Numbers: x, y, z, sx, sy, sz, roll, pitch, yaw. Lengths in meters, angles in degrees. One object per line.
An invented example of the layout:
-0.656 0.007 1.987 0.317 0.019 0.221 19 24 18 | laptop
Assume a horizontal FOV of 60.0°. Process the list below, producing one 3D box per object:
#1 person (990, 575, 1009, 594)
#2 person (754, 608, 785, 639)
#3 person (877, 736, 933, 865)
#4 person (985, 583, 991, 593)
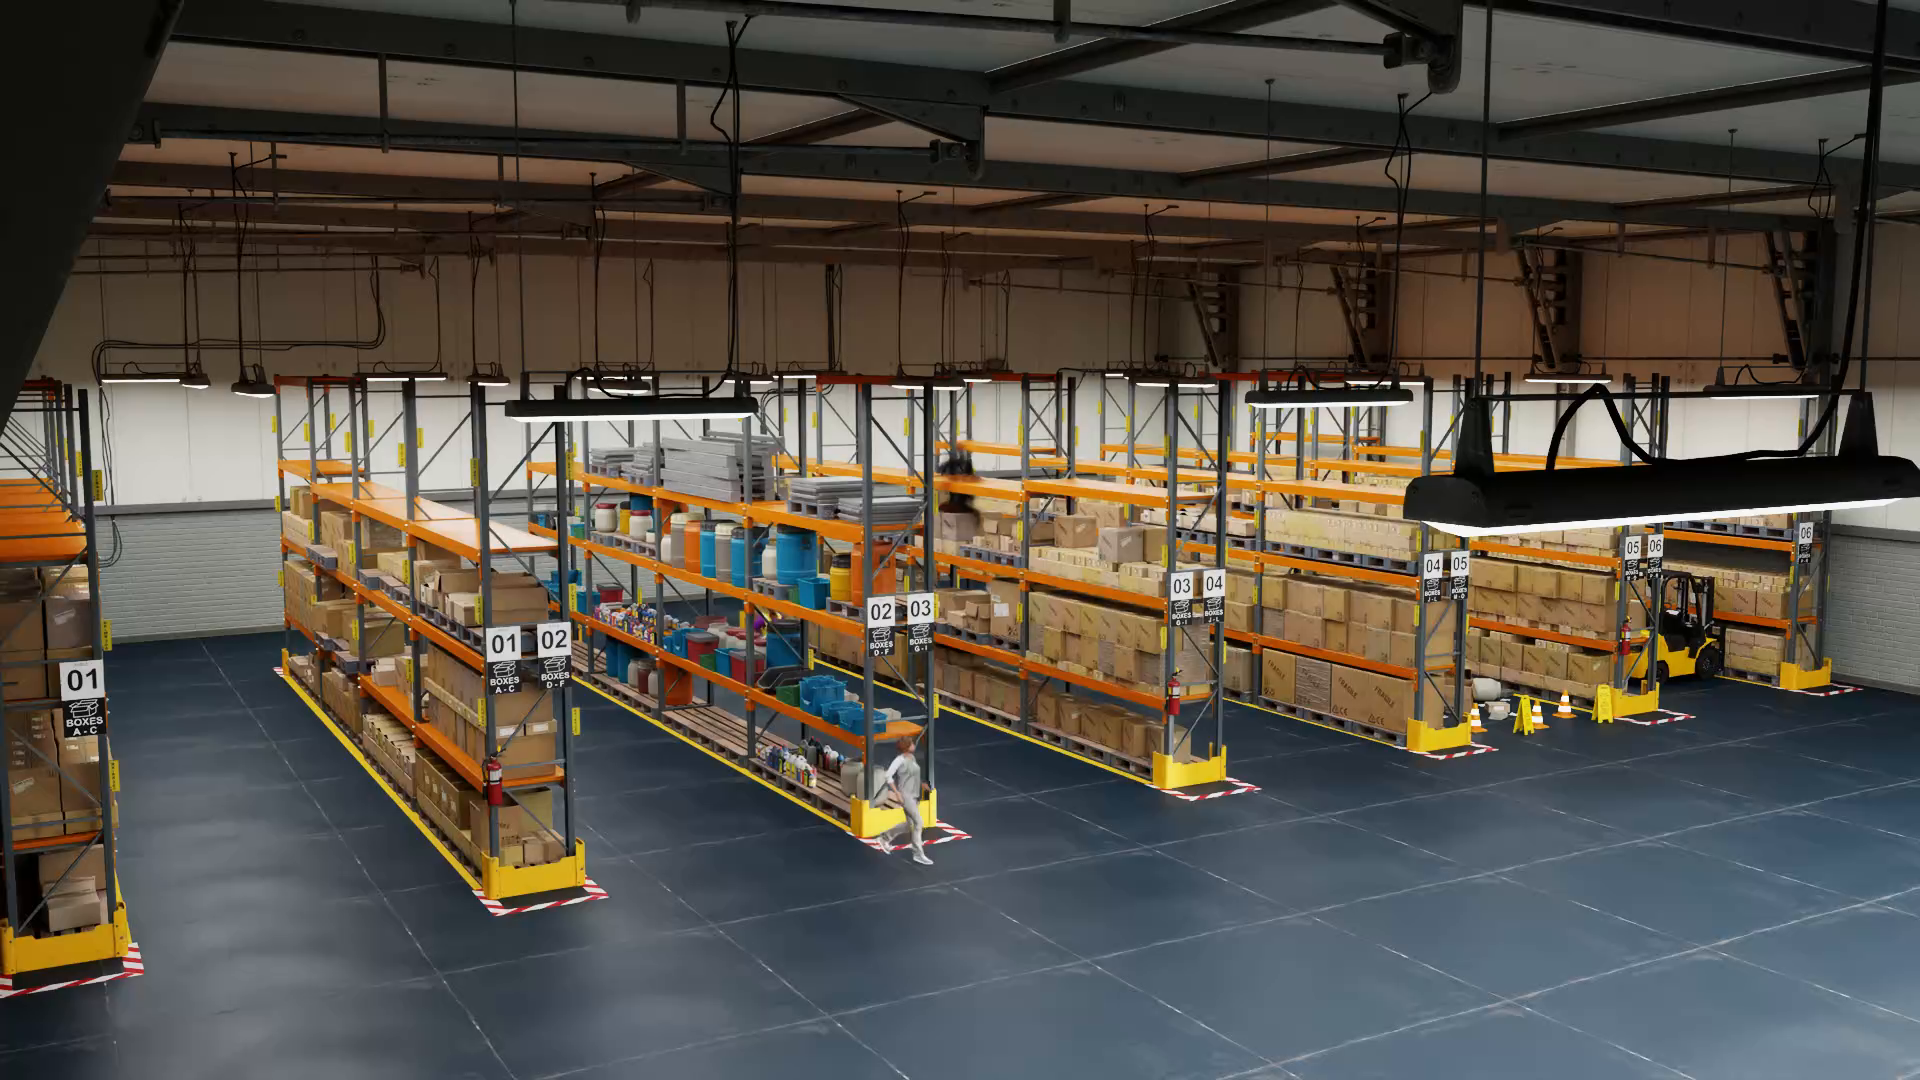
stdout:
0.921 1.582 35.445 0.699 1.738 0.792 -3 7 -25 | person
-3.555 1.962 31.641 0.714 1.653 0.914 -5 8 -36 | person
-0.668 3.264 20.988 0.750 1.580 0.574 2 7 16 | person
0.841 0.785 43.039 0.806 1.737 0.629 -3 7 -29 | person
